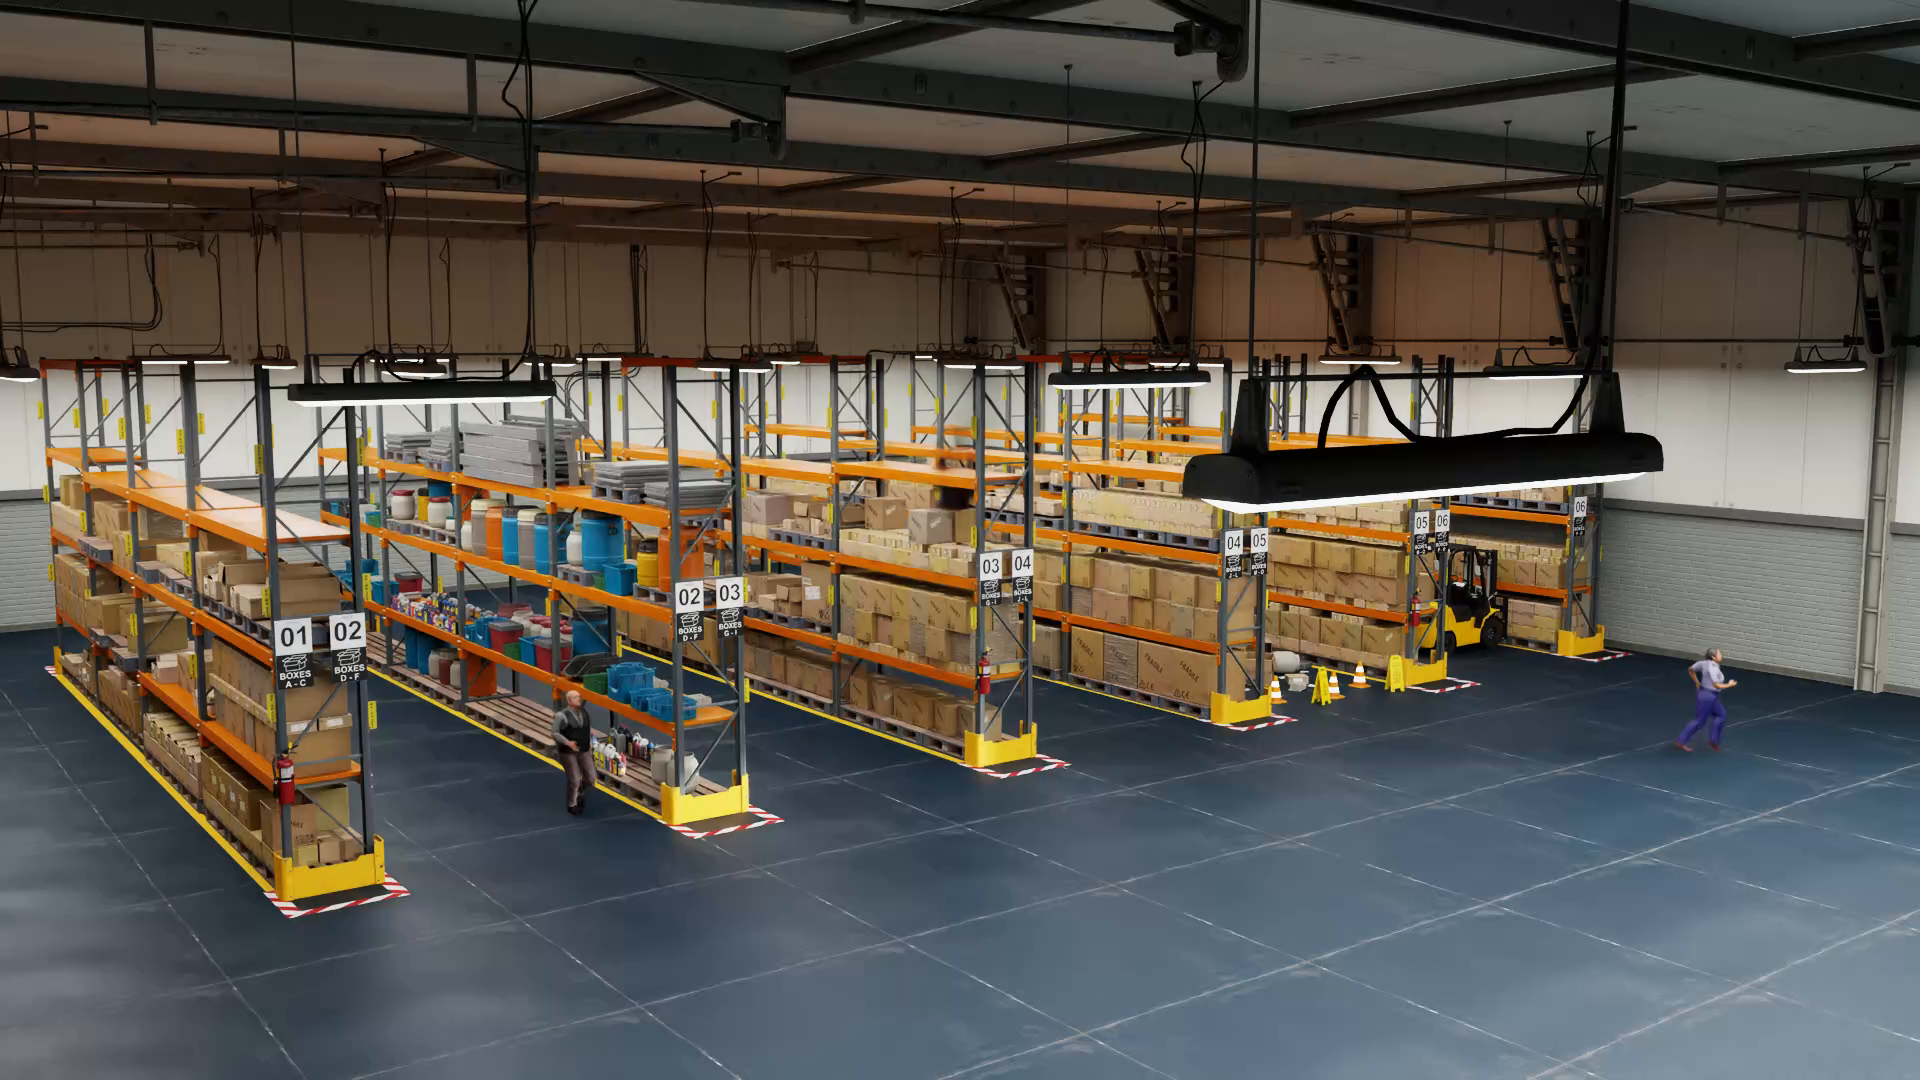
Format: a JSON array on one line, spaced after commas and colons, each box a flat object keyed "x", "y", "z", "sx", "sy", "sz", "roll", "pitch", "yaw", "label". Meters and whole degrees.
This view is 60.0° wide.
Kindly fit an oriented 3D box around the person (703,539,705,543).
[{"x": -6.277, "y": 0.771, "z": 39.725, "sx": 0.703, "sy": 1.655, "sz": 0.843, "roll": -1, "pitch": 7, "yaw": -10, "label": "person"}]

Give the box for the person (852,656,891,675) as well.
[{"x": -1.685, "y": 1.693, "z": 31.583, "sx": 0.880, "sy": 1.665, "sz": 0.608, "roll": 6, "pitch": 9, "yaw": 43, "label": "person"}]

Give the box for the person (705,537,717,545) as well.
[{"x": -6.145, "y": 0.603, "z": 40.628, "sx": 0.788, "sy": 1.728, "sz": 0.566, "roll": 5, "pitch": 8, "yaw": 35, "label": "person"}]

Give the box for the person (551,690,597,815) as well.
[{"x": -5.115, "y": 2.834, "z": 22.176, "sx": 0.569, "sy": 1.683, "sz": 0.673, "roll": 7, "pitch": 10, "yaw": 45, "label": "person"}]

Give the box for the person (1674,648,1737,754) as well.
[{"x": 11.412, "y": 2.473, "z": 25.483, "sx": 0.873, "sy": 1.691, "sz": 0.610, "roll": 1, "pitch": 7, "yaw": 12, "label": "person"}]
